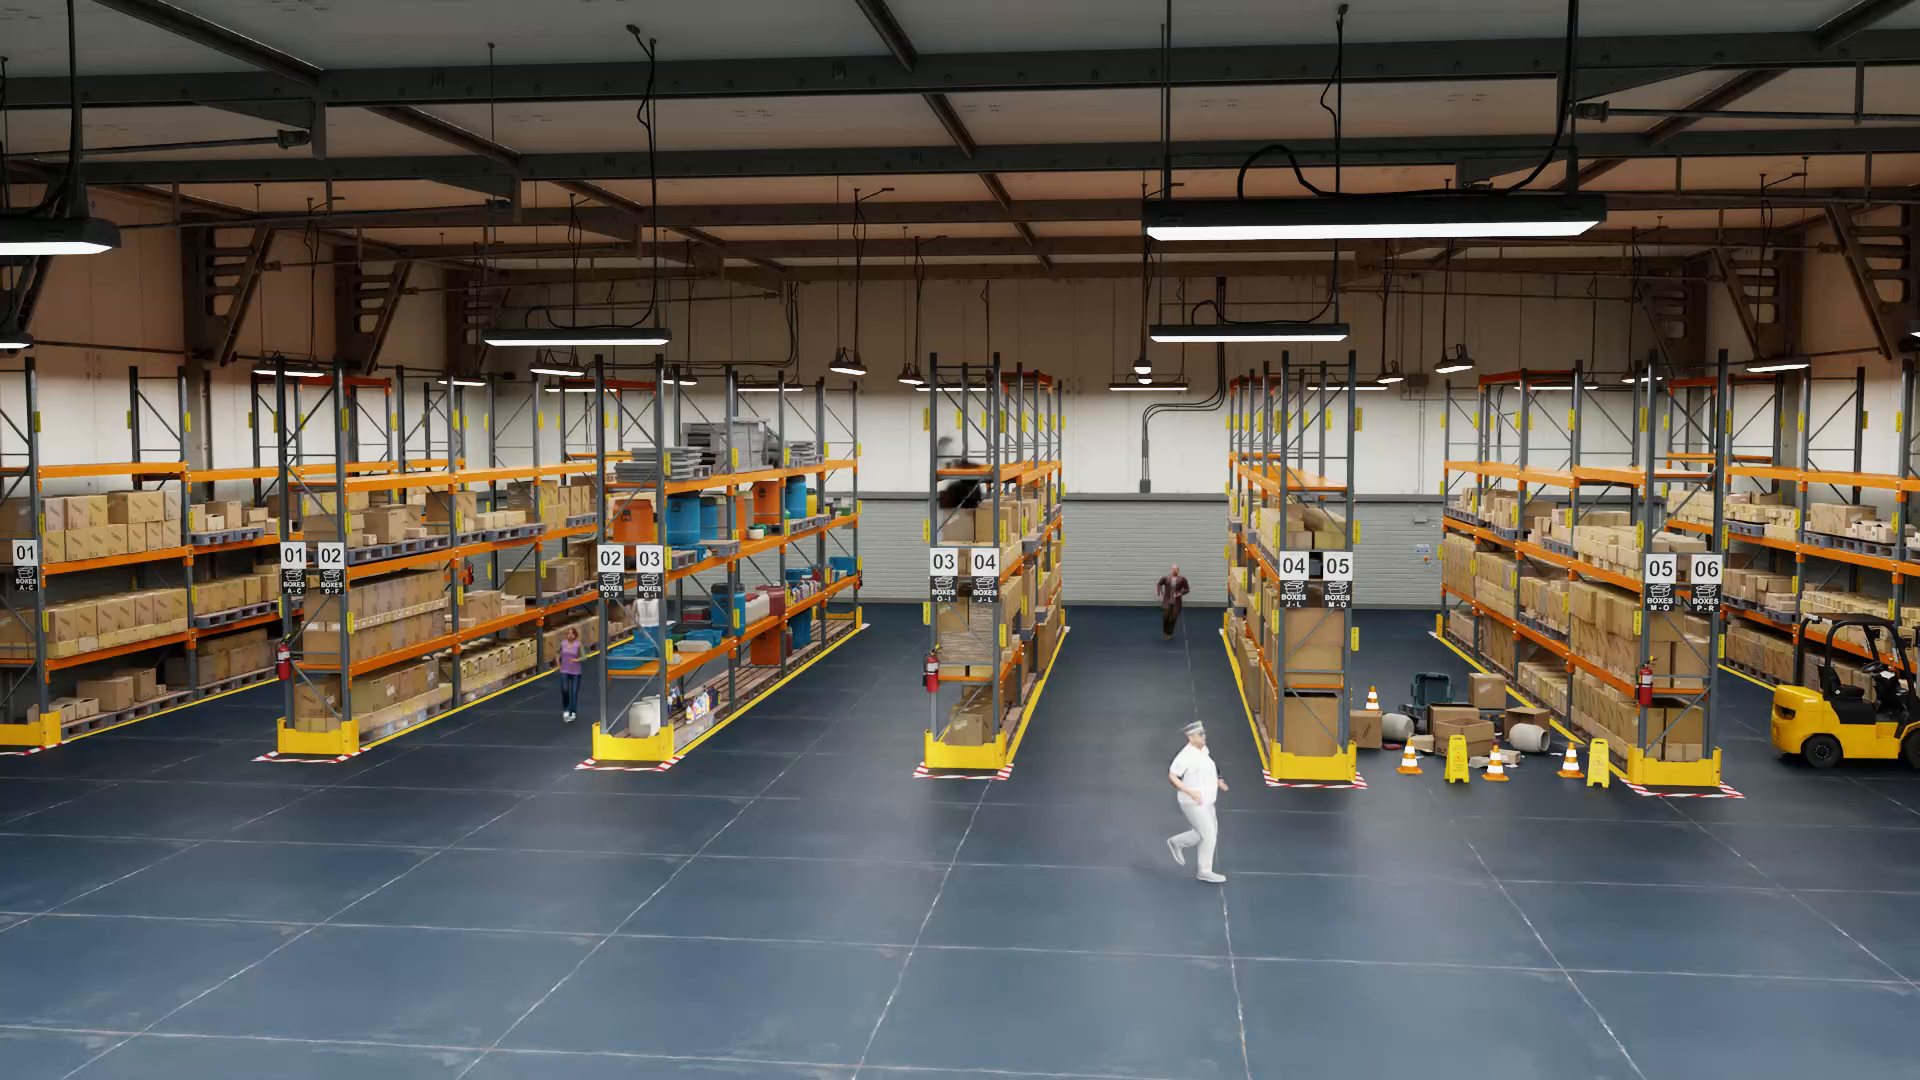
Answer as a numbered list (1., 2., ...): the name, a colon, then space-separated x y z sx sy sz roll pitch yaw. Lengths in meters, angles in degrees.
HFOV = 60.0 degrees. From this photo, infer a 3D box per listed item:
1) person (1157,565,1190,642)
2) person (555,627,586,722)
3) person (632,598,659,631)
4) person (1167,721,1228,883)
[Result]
1. person: 4.867 1.446 37.970 0.741 1.770 0.628 1 4 9
2. person: -6.503 2.239 27.730 0.510 1.585 0.625 -1 4 -11
3. person: -6.254 1.765 33.338 0.653 1.802 0.720 0 4 2
4. person: 2.573 2.839 18.241 0.780 1.740 0.671 3 5 36
